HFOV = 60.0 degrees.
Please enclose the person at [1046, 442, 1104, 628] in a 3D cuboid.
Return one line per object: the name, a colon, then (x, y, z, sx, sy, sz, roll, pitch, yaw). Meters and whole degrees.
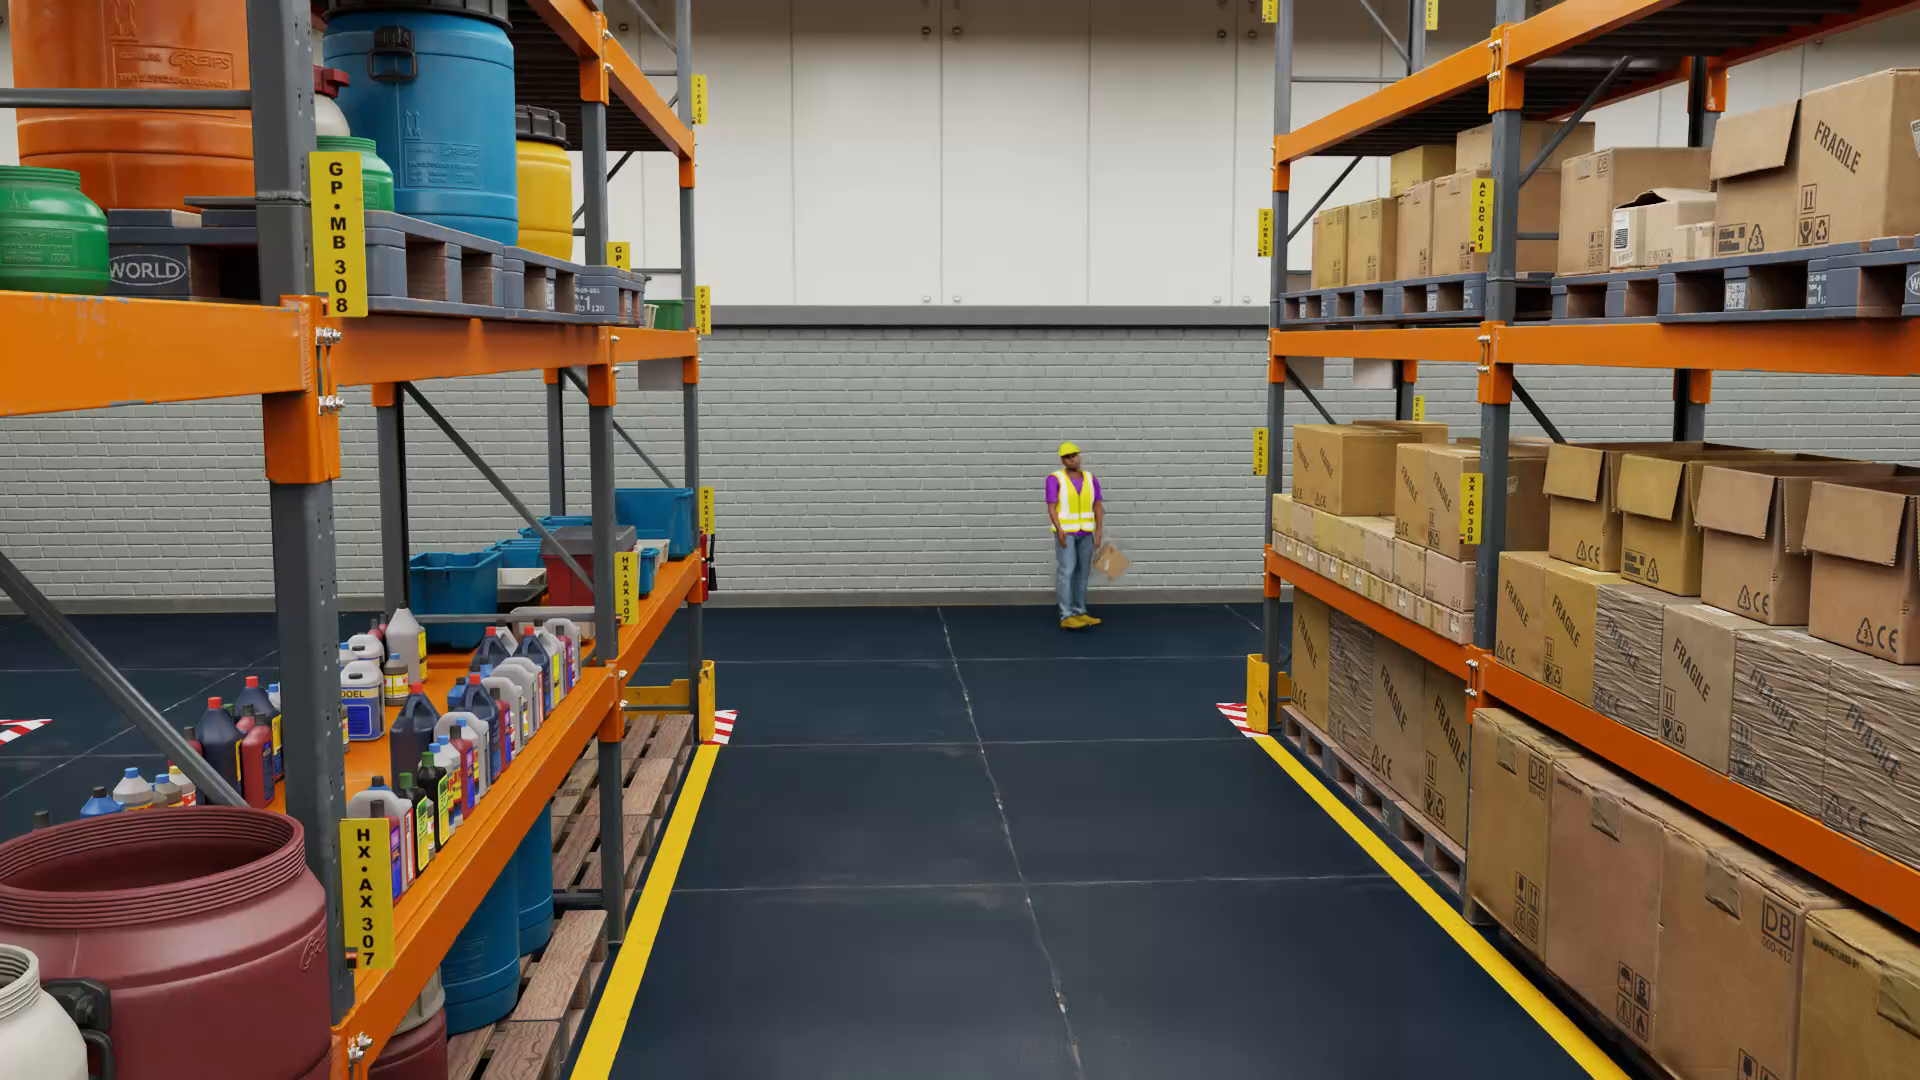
person: (1.145, -0.051, 15.897, 0.568, 1.767, 0.556, -3, 8, -26)
